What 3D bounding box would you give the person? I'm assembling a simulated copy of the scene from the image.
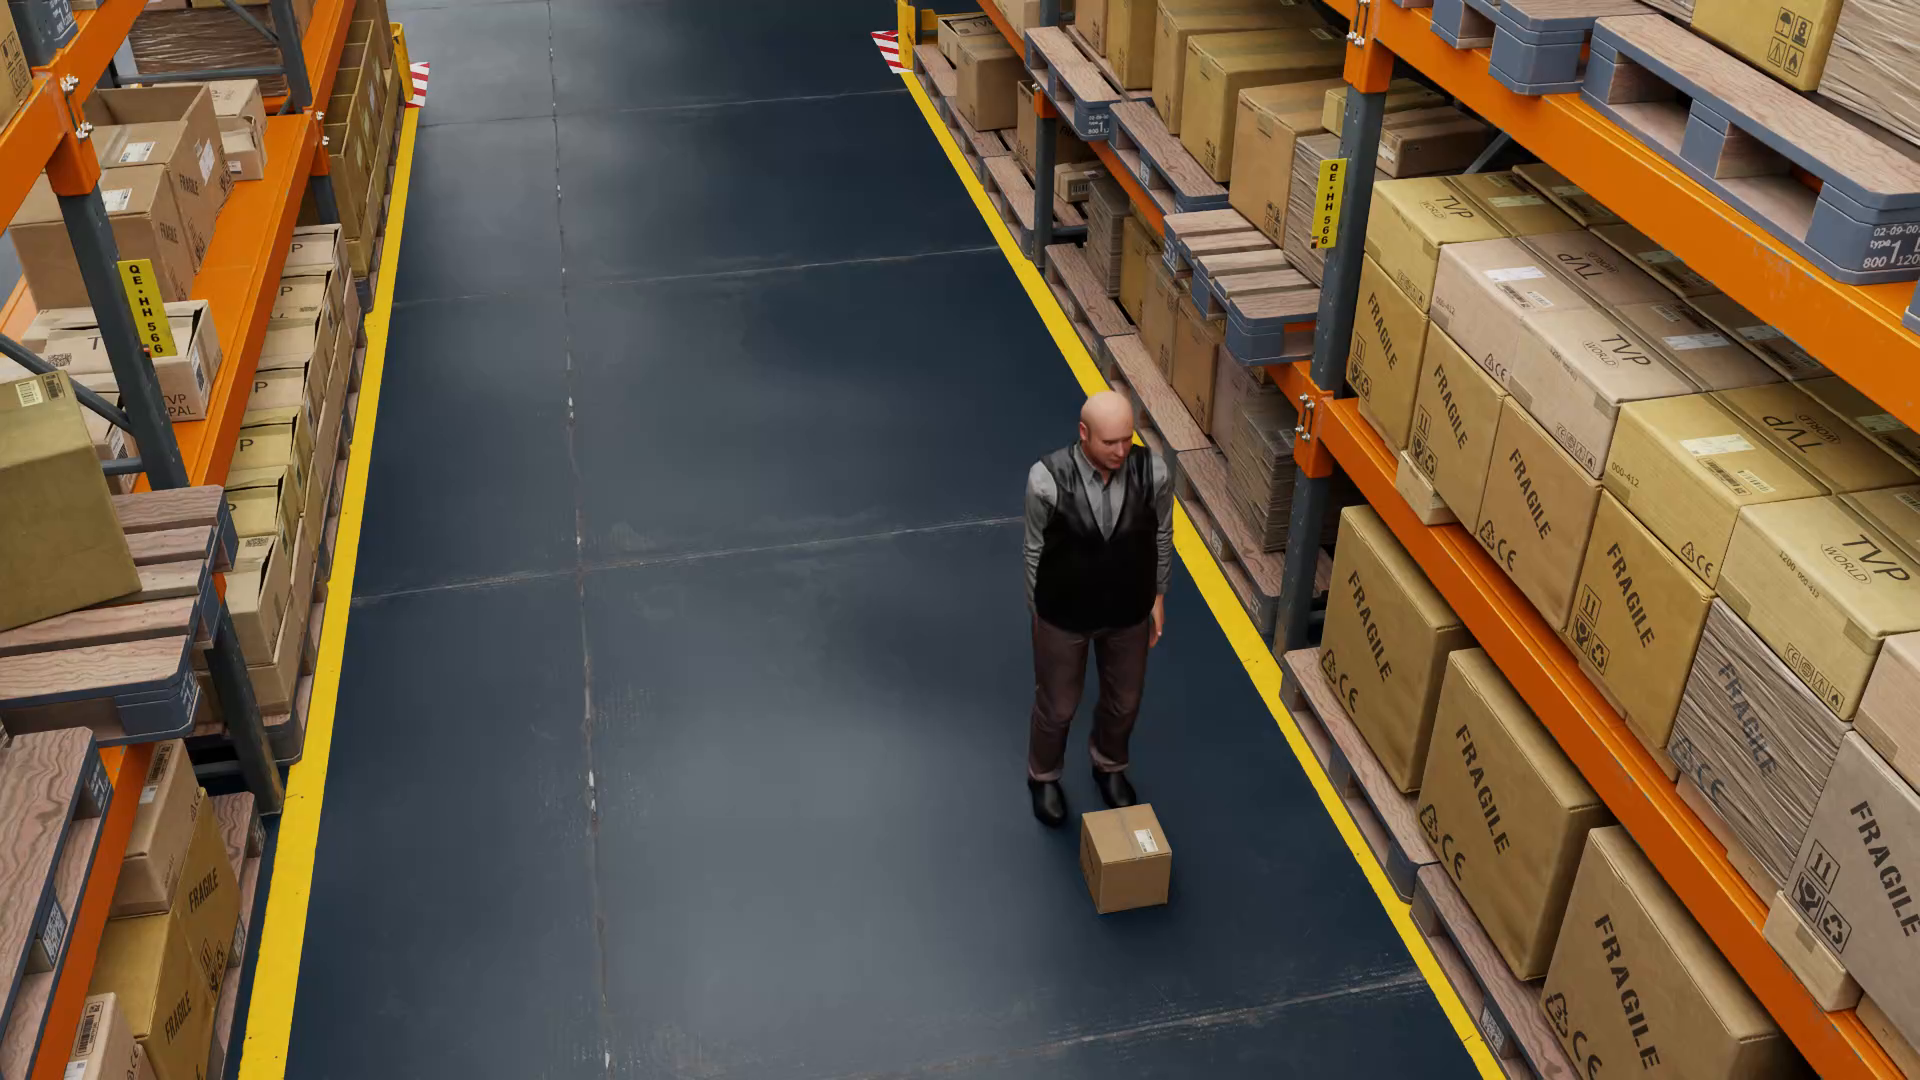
[{"bbox_3d":[0.479,0.302,5.852,0.533,1.453,0.358,-7,35,-10],"label":"person"}]
